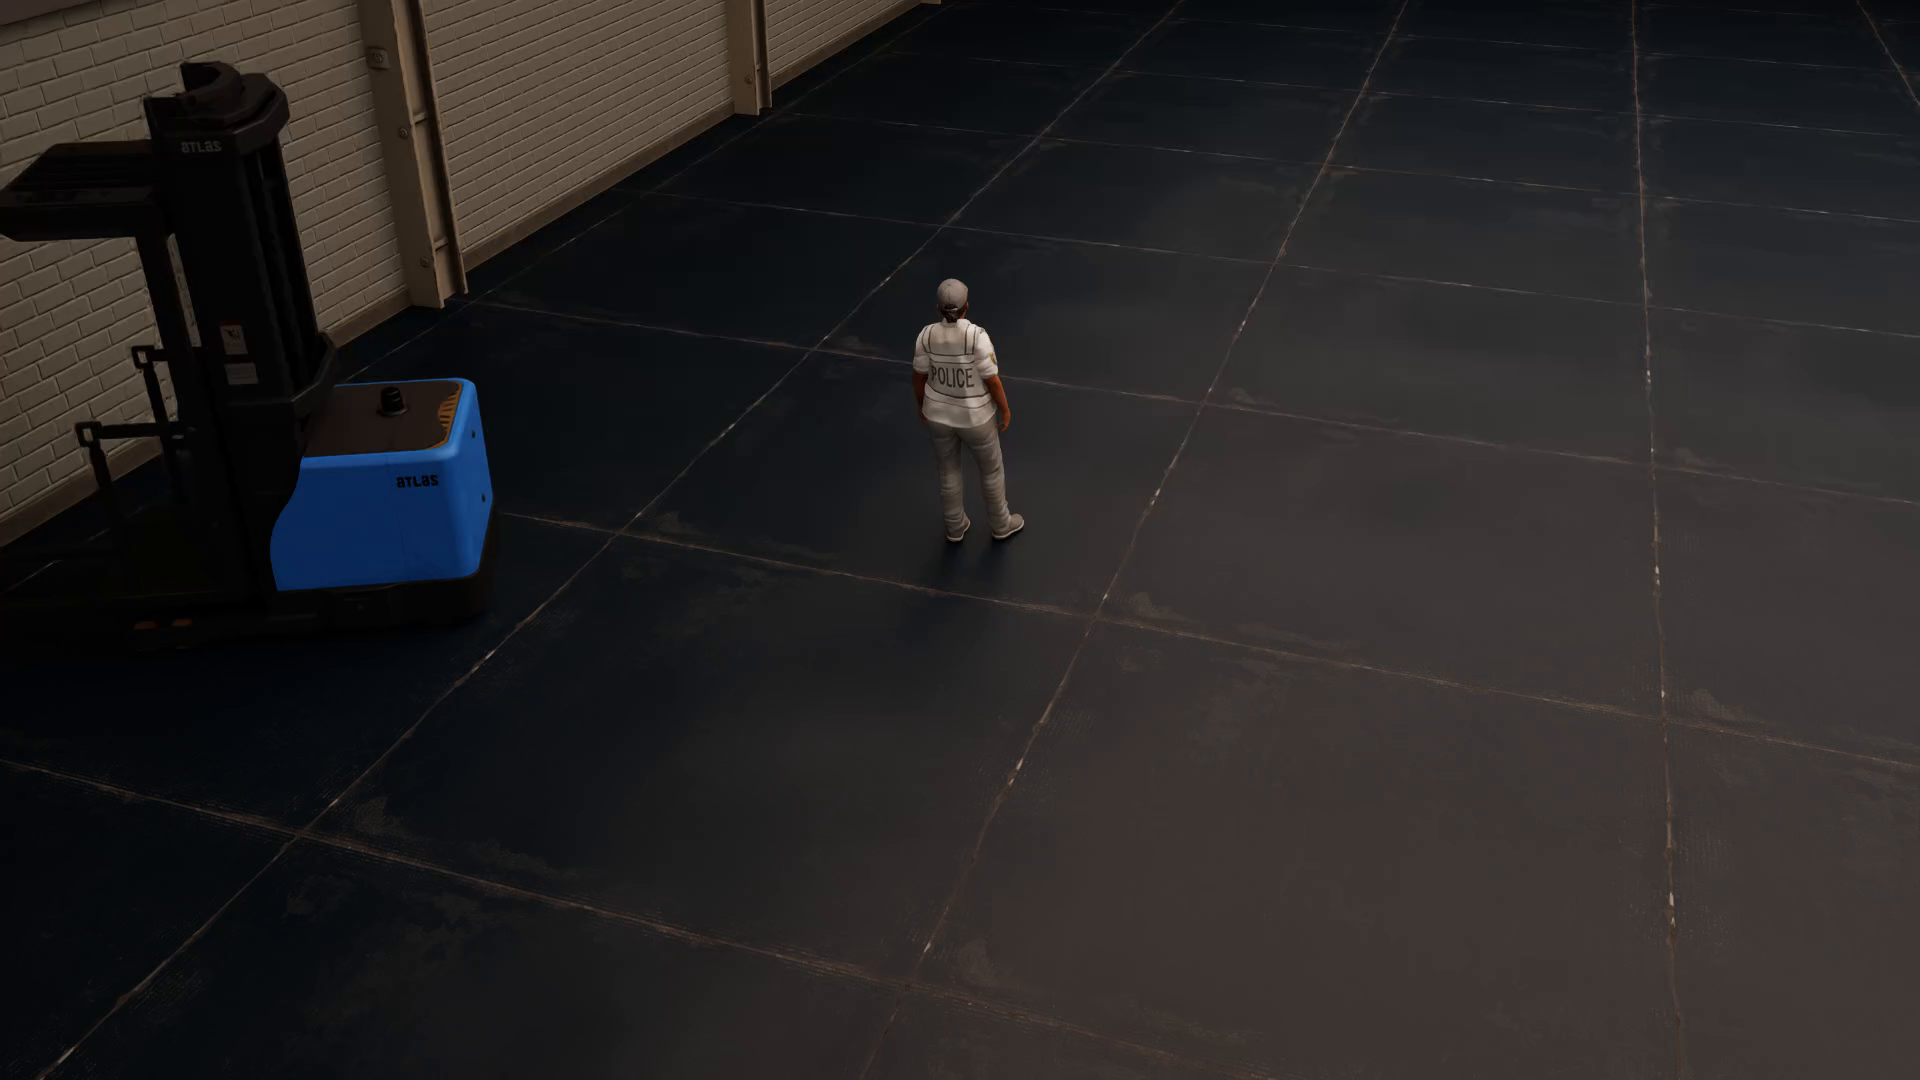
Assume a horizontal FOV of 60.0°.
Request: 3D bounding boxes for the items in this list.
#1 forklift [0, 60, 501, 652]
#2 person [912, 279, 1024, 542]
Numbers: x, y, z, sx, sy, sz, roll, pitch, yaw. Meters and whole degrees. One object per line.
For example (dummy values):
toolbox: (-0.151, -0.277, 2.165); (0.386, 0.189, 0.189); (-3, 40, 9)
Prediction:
forklift: (-4.209, -0.945, 8.794); (3.031, 2.935, 1.130); (-4, 30, -7)
person: (0.047, -0.763, 9.736); (0.598, 1.670, 0.529); (10, 31, 16)
